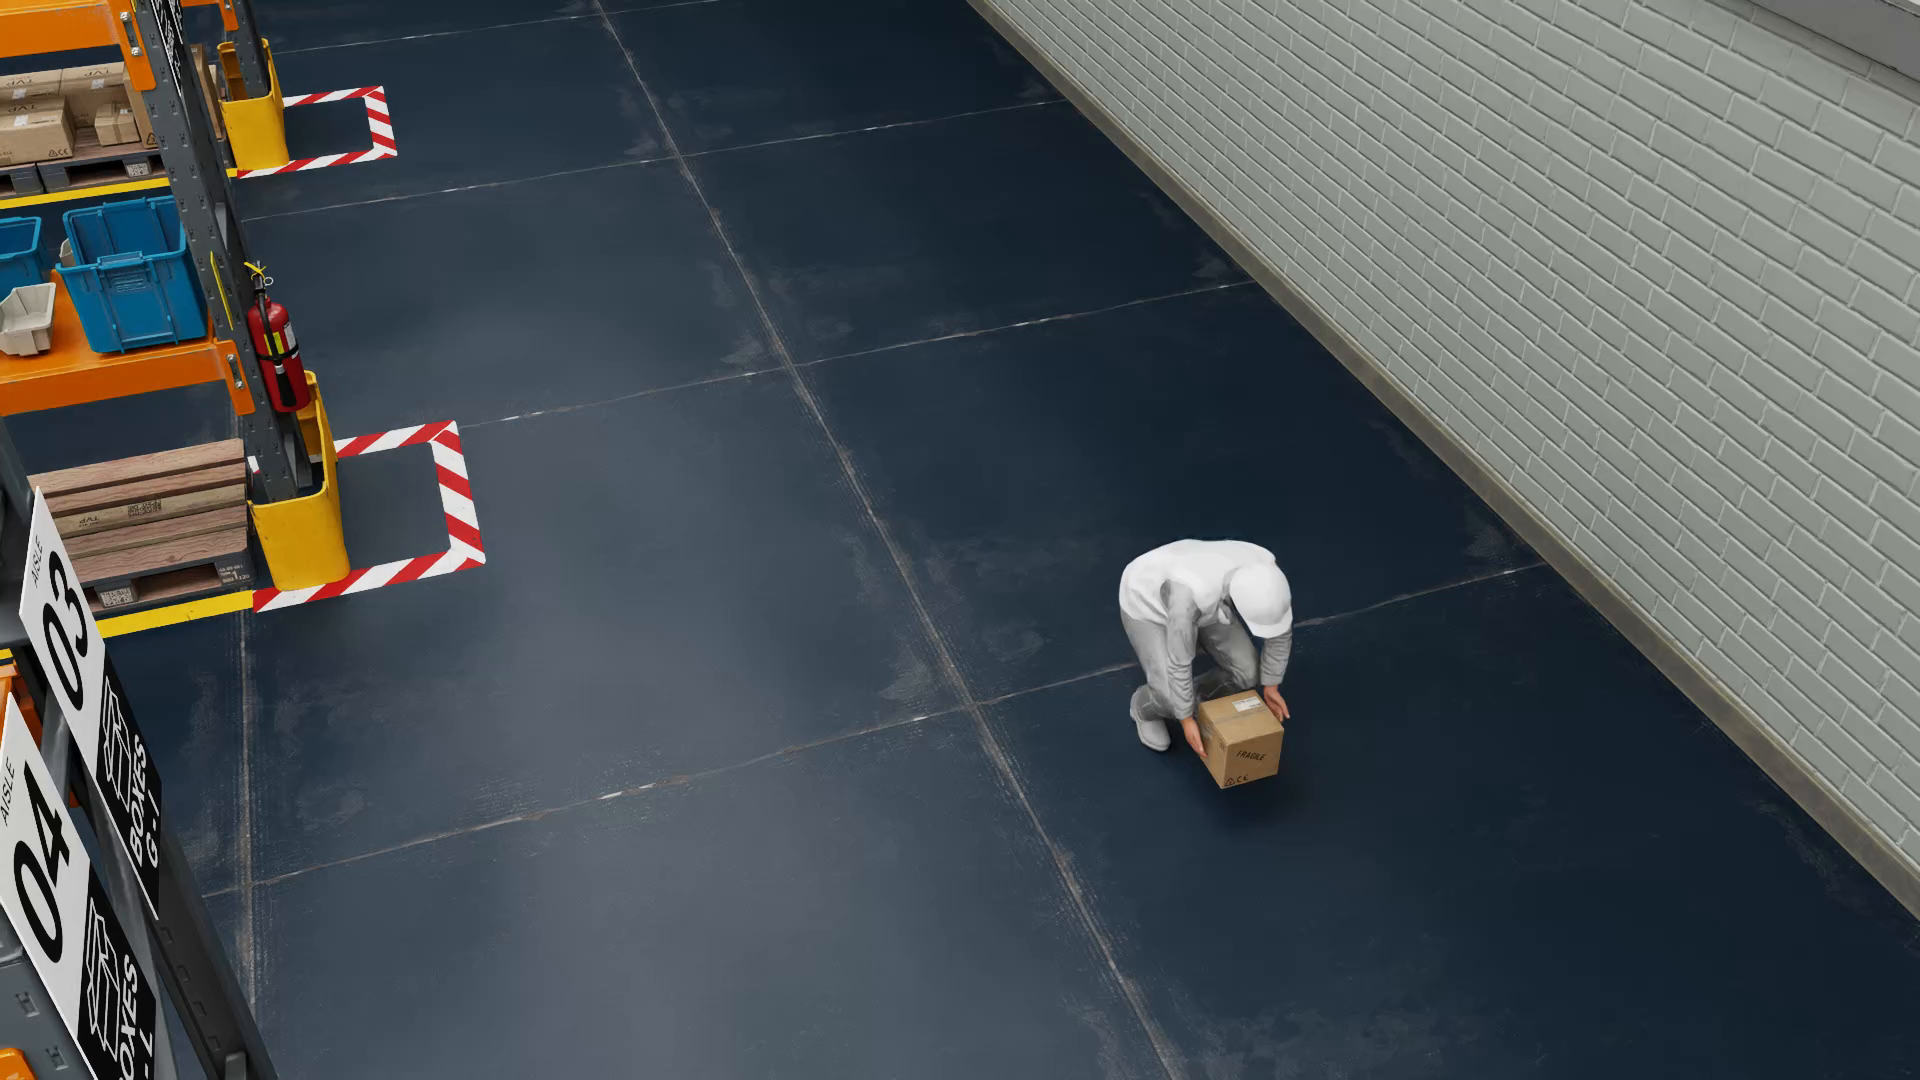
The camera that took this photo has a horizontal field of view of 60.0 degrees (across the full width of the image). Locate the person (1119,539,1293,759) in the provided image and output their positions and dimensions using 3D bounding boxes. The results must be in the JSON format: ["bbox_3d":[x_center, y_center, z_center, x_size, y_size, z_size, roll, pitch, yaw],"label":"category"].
[{"bbox_3d":[1.015,0.385,6.778,0.560,1.147,0.861,-13,39,-16],"label":"person"}]
